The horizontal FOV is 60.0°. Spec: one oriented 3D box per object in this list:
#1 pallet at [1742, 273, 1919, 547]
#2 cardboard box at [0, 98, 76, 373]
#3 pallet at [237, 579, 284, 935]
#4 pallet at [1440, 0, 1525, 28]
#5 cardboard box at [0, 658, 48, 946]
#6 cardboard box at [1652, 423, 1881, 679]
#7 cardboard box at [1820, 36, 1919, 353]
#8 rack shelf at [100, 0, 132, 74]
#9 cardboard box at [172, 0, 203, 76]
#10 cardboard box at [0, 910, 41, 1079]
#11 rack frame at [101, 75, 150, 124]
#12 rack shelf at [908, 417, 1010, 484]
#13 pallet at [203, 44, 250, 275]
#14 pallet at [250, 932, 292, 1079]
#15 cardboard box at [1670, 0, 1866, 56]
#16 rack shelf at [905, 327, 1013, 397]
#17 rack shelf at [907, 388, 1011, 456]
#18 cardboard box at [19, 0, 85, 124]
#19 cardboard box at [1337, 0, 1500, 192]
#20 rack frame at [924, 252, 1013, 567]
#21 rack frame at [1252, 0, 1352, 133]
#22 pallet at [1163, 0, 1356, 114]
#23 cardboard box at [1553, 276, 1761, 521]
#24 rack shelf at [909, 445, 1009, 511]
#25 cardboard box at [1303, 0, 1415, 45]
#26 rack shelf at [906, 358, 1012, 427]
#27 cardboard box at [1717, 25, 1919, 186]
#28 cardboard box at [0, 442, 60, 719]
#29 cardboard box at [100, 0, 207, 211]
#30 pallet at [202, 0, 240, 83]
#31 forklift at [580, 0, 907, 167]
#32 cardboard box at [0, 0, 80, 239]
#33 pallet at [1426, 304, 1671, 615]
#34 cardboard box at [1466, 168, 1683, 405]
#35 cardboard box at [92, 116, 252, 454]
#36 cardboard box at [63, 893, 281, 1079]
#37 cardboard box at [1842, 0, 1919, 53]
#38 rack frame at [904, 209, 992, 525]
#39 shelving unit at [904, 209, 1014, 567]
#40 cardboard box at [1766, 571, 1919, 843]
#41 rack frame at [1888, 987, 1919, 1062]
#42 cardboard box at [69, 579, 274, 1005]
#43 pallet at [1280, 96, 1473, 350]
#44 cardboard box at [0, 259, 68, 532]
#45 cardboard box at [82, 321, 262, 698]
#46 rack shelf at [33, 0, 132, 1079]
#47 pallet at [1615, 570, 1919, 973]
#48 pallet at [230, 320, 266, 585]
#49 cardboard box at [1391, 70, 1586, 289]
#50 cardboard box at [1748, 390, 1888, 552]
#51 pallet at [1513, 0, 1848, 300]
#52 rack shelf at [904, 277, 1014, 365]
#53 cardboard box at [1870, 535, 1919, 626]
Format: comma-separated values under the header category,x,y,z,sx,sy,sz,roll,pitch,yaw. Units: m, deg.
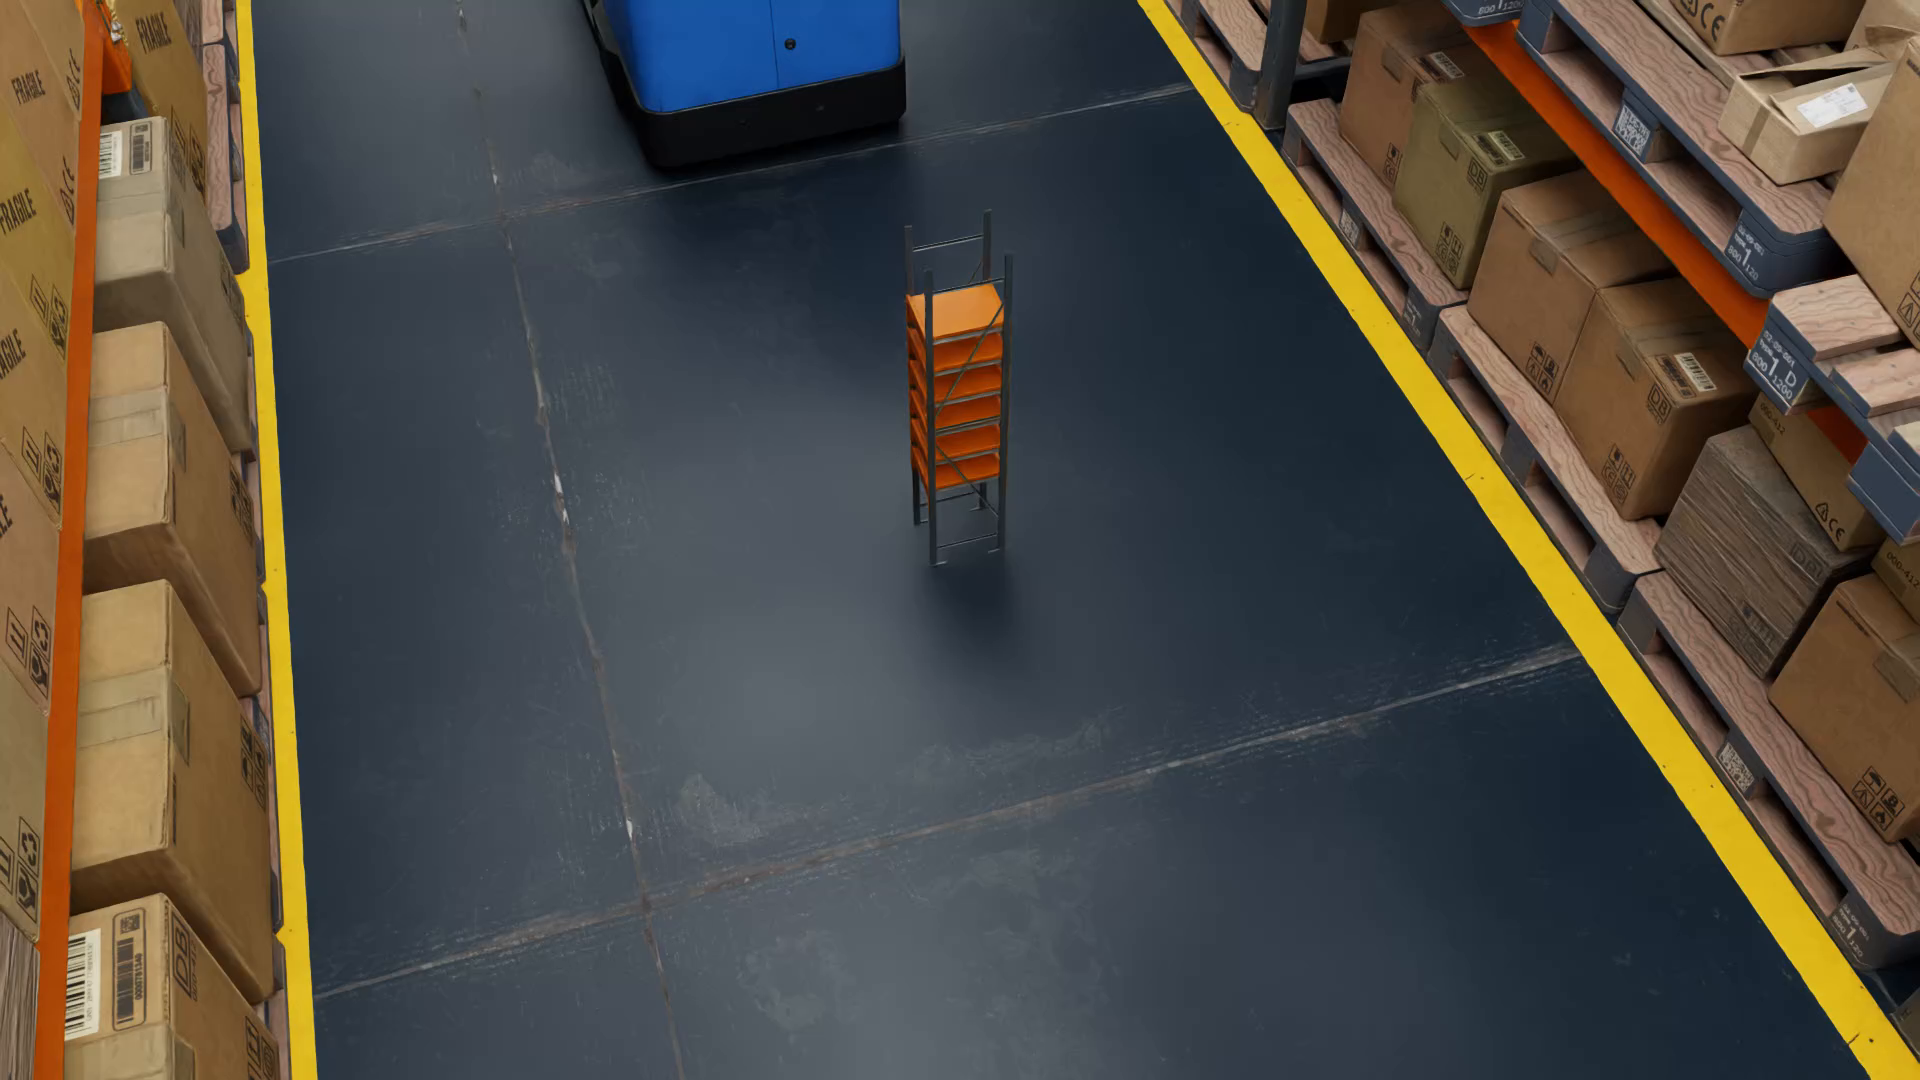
category,x,y,z,sx,sy,sz,roll,pitch,yaw
pallet,2.542,-0.257,3.630,1.213,0.211,1.003,-13,51,-11
cardboard box,-2.387,-0.669,3.787,0.500,0.500,0.500,-13,51,-11
pallet,-2.431,0.642,4.571,1.003,0.211,1.213,-13,51,-11
pallet,1.759,-2.091,5.176,1.003,0.211,1.213,-13,51,-11
cardboard box,-1.941,0.434,2.857,0.500,0.500,0.500,-14,51,-11
cardboard box,2.461,-0.045,4.674,0.700,0.500,0.500,-17,52,-14
cardboard box,2.396,-0.760,3.589,0.700,0.500,0.500,-7,50,-6
rack shelf,-3.687,-2.925,6.224,1.077,0.370,4.000,-13,51,-11
cardboard box,-3.485,-2.279,6.325,0.875,0.875,0.875,-13,51,-11
cardboard box,-1.788,0.804,2.545,0.500,0.500,0.500,-13,51,-11
rack frame,-3.096,-1.696,4.718,1.000,3.000,0.127,-13,51,-11
rack shelf,-0.004,-0.291,4.926,0.258,0.103,0.180,-13,51,-11
pallet,-3.246,-1.370,6.267,1.003,0.211,1.213,-13,51,-11
pallet,-2.074,1.531,3.821,1.003,0.211,1.213,-13,51,-11
cardboard box,2.273,-1.667,4.351,0.797,0.503,0.637,-9,50,-7
rack shelf,-0.004,-0.523,4.651,0.258,0.103,0.180,-13,51,-11
rack shelf,-0.004,-0.369,4.834,0.258,0.103,0.180,-13,51,-11
cardboard box,-2.686,-1.408,4.409,0.500,0.500,0.500,-14,51,-11
cardboard box,1.833,-1.627,6.006,0.700,0.500,0.500,-17,52,-14
rack frame,0.023,-0.330,4.744,0.240,1.200,0.006,-13,51,-11
rack frame,1.672,-2.744,5.601,1.000,3.000,0.127,-13,51,-11
pallet,1.440,-2.327,7.074,1.003,0.211,1.213,-13,51,-11
cardboard box,2.287,-0.458,5.021,0.700,0.500,0.500,-9,51,-8
rack shelf,-0.004,-0.214,5.018,0.258,0.103,0.180,-13,51,-11
cardboard box,1.592,-2.375,6.650,0.500,0.500,0.500,-15,51,-12
rack shelf,-0.004,-0.446,4.742,0.258,0.103,0.180,-13,51,-11
cardboard box,2.104,-1.071,4.004,0.396,0.266,0.258,-15,51,-12
cardboard box,-2.090,0.065,3.168,0.500,0.500,0.500,-13,51,-11
cardboard box,-3.215,-1.622,5.770,0.875,0.875,0.875,-13,51,-10
pallet,-3.611,-2.263,7.020,1.003,0.211,1.213,-13,51,-11
forklift,-1.178,-3.527,6.306,1.130,2.935,3.031,-15,51,-12
cardboard box,-2.537,-1.039,4.098,0.500,0.500,0.500,-14,51,-11
pallet,2.268,-0.384,5.436,1.003,0.211,1.213,-13,51,-11
cardboard box,2.122,-0.865,5.365,0.700,0.500,0.500,-17,52,-14
cardboard box,-2.826,-0.673,5.052,1.050,0.750,0.750,-14,51,-11
cardboard box,-2.007,1.350,3.347,1.050,0.750,0.750,-14,51,-11
cardboard box,2.579,-1.185,4.111,0.500,0.250,0.500,-15,51,-12
rack frame,-0.031,-0.464,4.857,0.240,1.200,0.006,-13,51,-11
shelving unit,-0.004,-0.397,4.800,0.258,1.200,0.189,-13,51,-11
cardboard box,2.638,0.357,4.334,0.700,0.500,0.500,-16,52,-13
rack frame,2.855,0.178,3.138,1.000,3.000,0.127,-13,51,-11
cardboard box,-2.269,0.712,3.884,1.050,0.750,0.750,-13,51,-10
pallet,1.904,-1.277,6.188,1.003,0.211,1.213,-13,51,-11
cardboard box,-2.235,-0.299,3.475,0.500,0.500,0.500,-14,51,-11
cardboard box,-2.545,0.032,4.458,1.050,0.750,0.750,-13,51,-11
rack shelf,-2.504,-0.003,3.762,1.077,0.370,4.000,-13,51,-11
pallet,2.625,0.505,4.686,1.003,0.211,1.213,-13,51,-11
pallet,-2.796,-0.251,5.323,1.003,0.211,1.213,-13,51,-11
cardboard box,1.956,-1.274,5.709,0.700,0.500,0.500,-14,51,-11
cardboard box,2.462,-0.268,4.371,0.500,0.250,0.500,-8,50,-7
pallet,2.230,-1.197,4.423,1.003,0.211,1.213,-13,51,-11
rack shelf,-0.004,-0.601,4.559,0.258,0.103,0.180,-13,51,-11
cardboard box,2.628,0.117,4.046,0.500,0.250,0.500,-11,51,-9
